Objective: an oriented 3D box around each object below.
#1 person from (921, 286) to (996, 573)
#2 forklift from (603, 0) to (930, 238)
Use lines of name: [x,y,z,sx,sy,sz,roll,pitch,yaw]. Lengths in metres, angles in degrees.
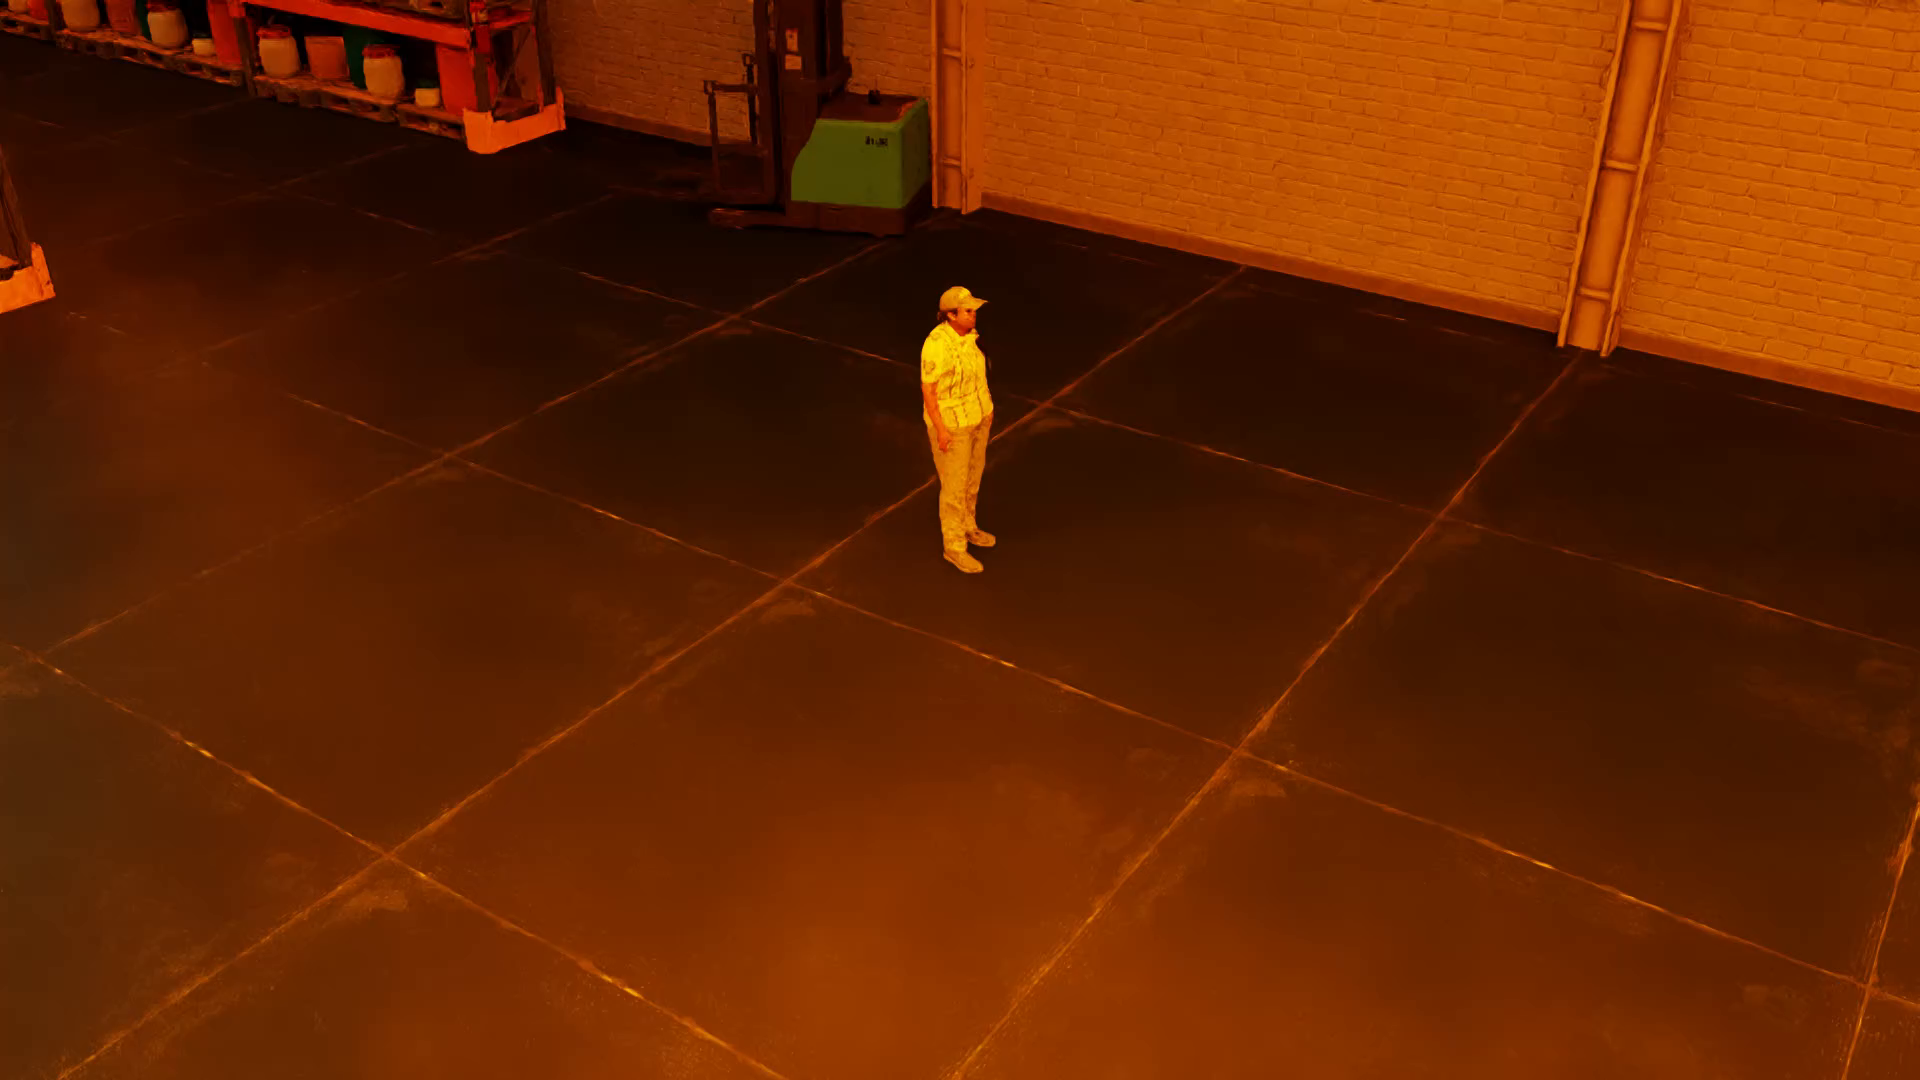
person: [0.051,-0.696,10.025,0.529,1.669,0.598,19,35,29]
forklift: [-1.859,-4.419,15.192,3.031,2.935,1.130,7,31,12]
